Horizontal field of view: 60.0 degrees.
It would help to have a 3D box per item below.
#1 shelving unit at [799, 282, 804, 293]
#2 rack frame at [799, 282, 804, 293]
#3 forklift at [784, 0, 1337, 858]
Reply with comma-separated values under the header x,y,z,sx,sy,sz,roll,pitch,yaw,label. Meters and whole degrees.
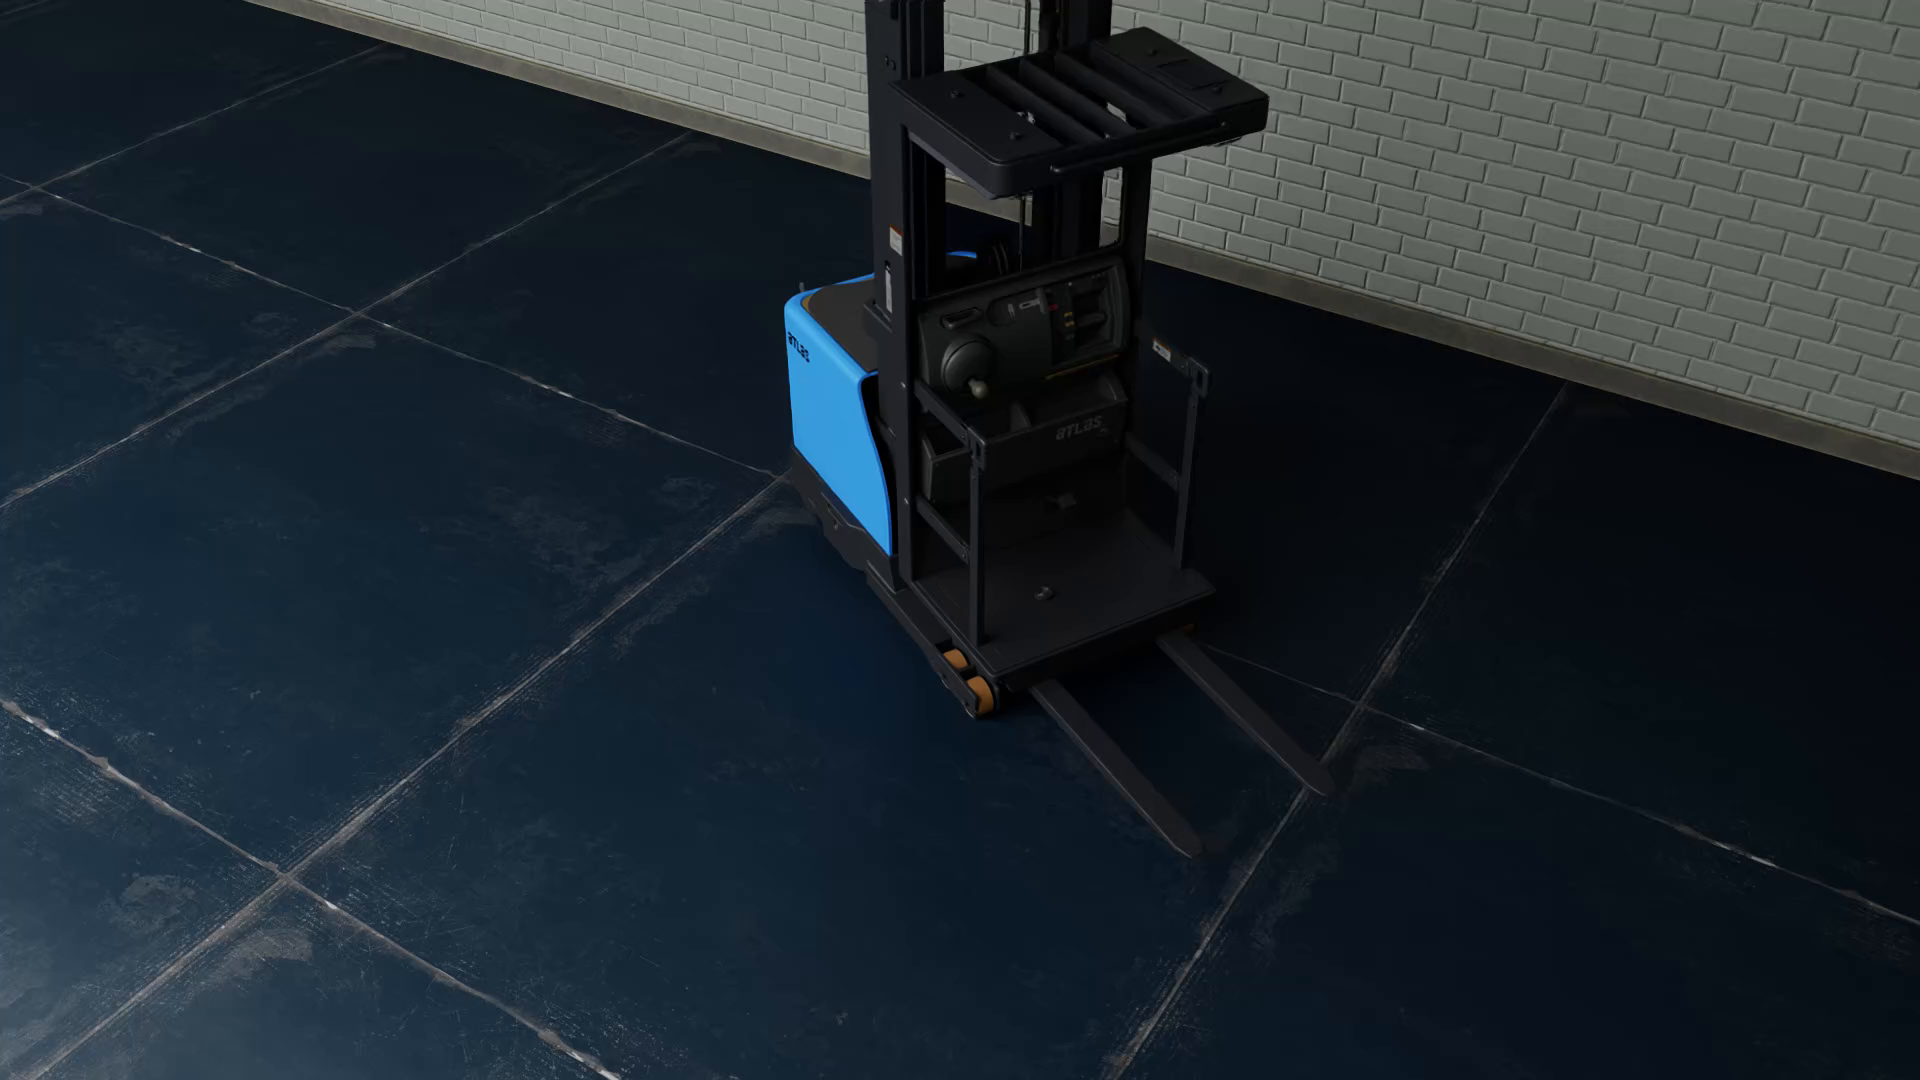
x,y,z,sx,sy,sz,roll,pitch,yaw,label
-0.661,-0.783,8.029,0.258,0.900,0.210,7,38,9,shelving unit
-0.641,-0.844,8.108,0.240,0.900,0.006,7,38,9,rack frame
0.365,-0.757,6.331,1.130,2.935,3.031,-19,42,-23,forklift
